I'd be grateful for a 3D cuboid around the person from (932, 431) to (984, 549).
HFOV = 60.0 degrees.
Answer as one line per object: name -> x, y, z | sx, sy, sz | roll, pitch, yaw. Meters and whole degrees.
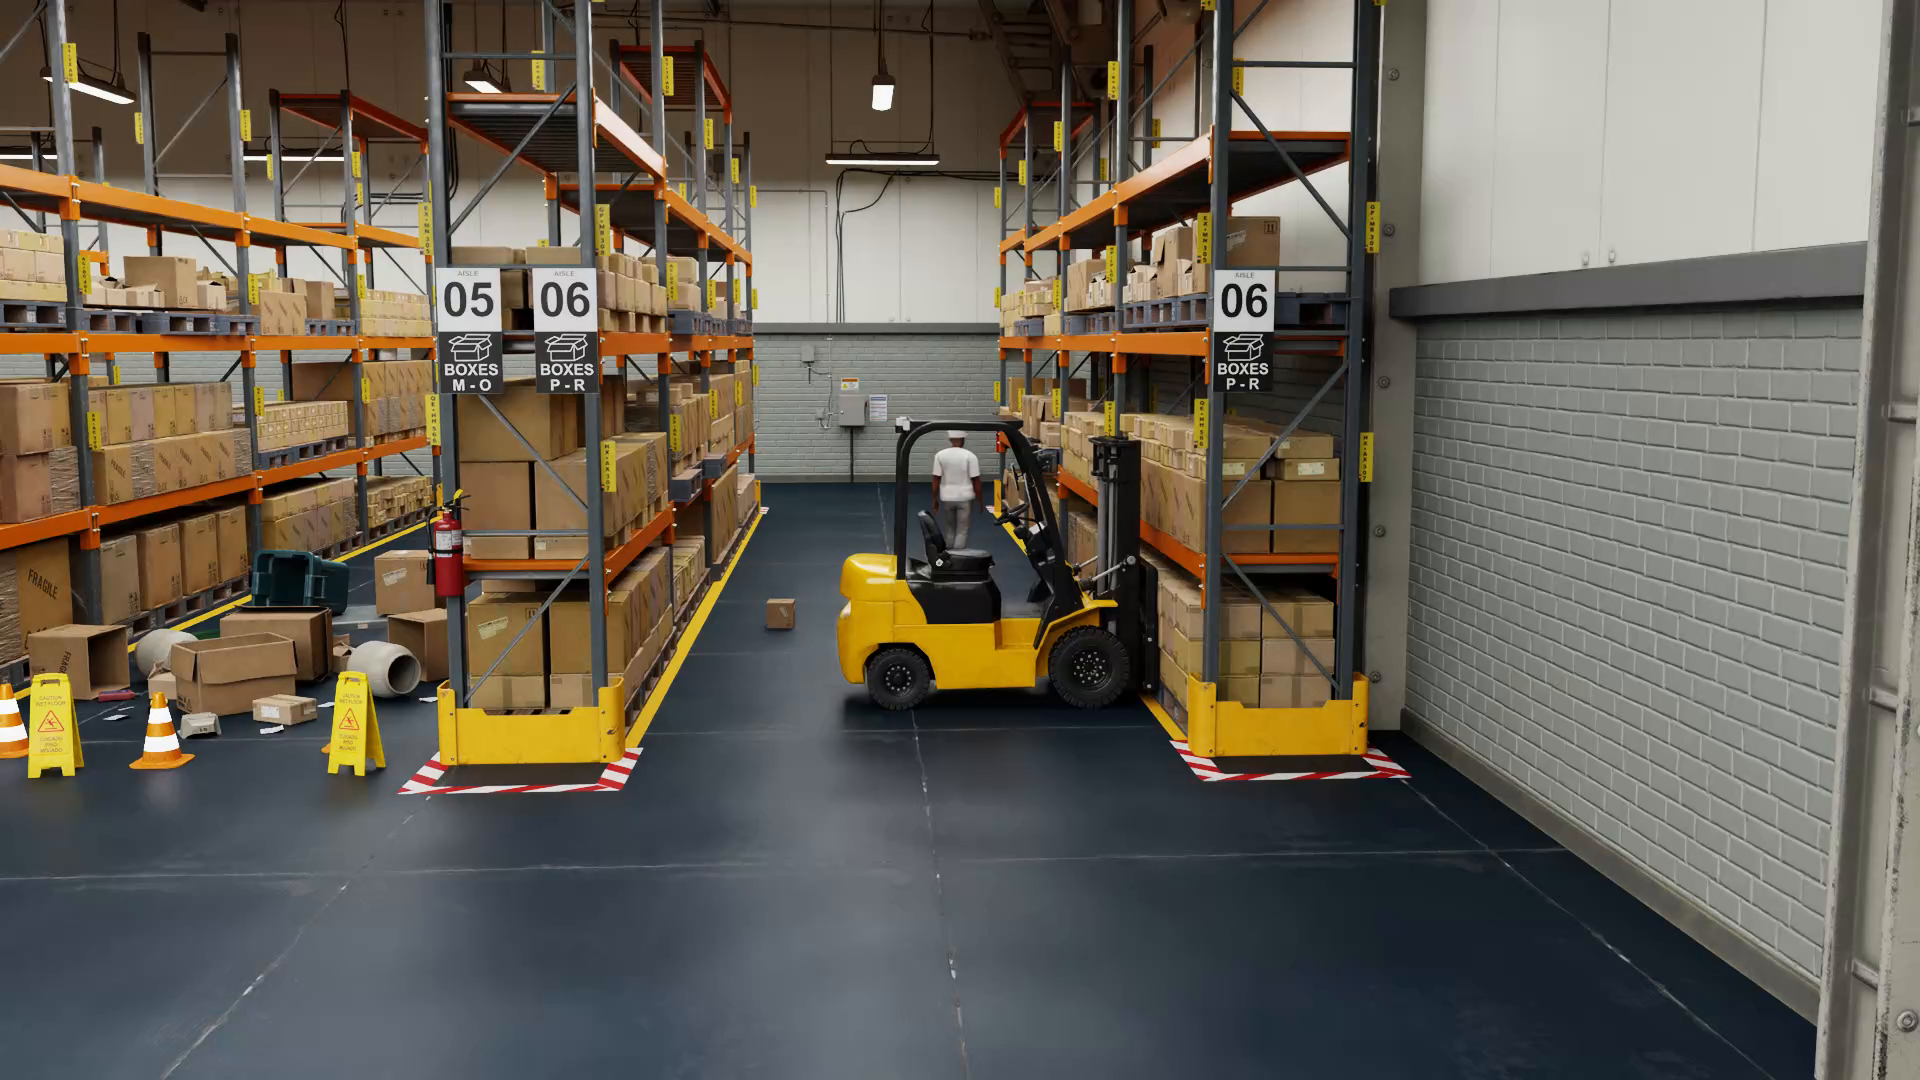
person -> 0.025, -0.486, 19.629 | 0.581, 1.753, 0.720 | 3, 7, 21
